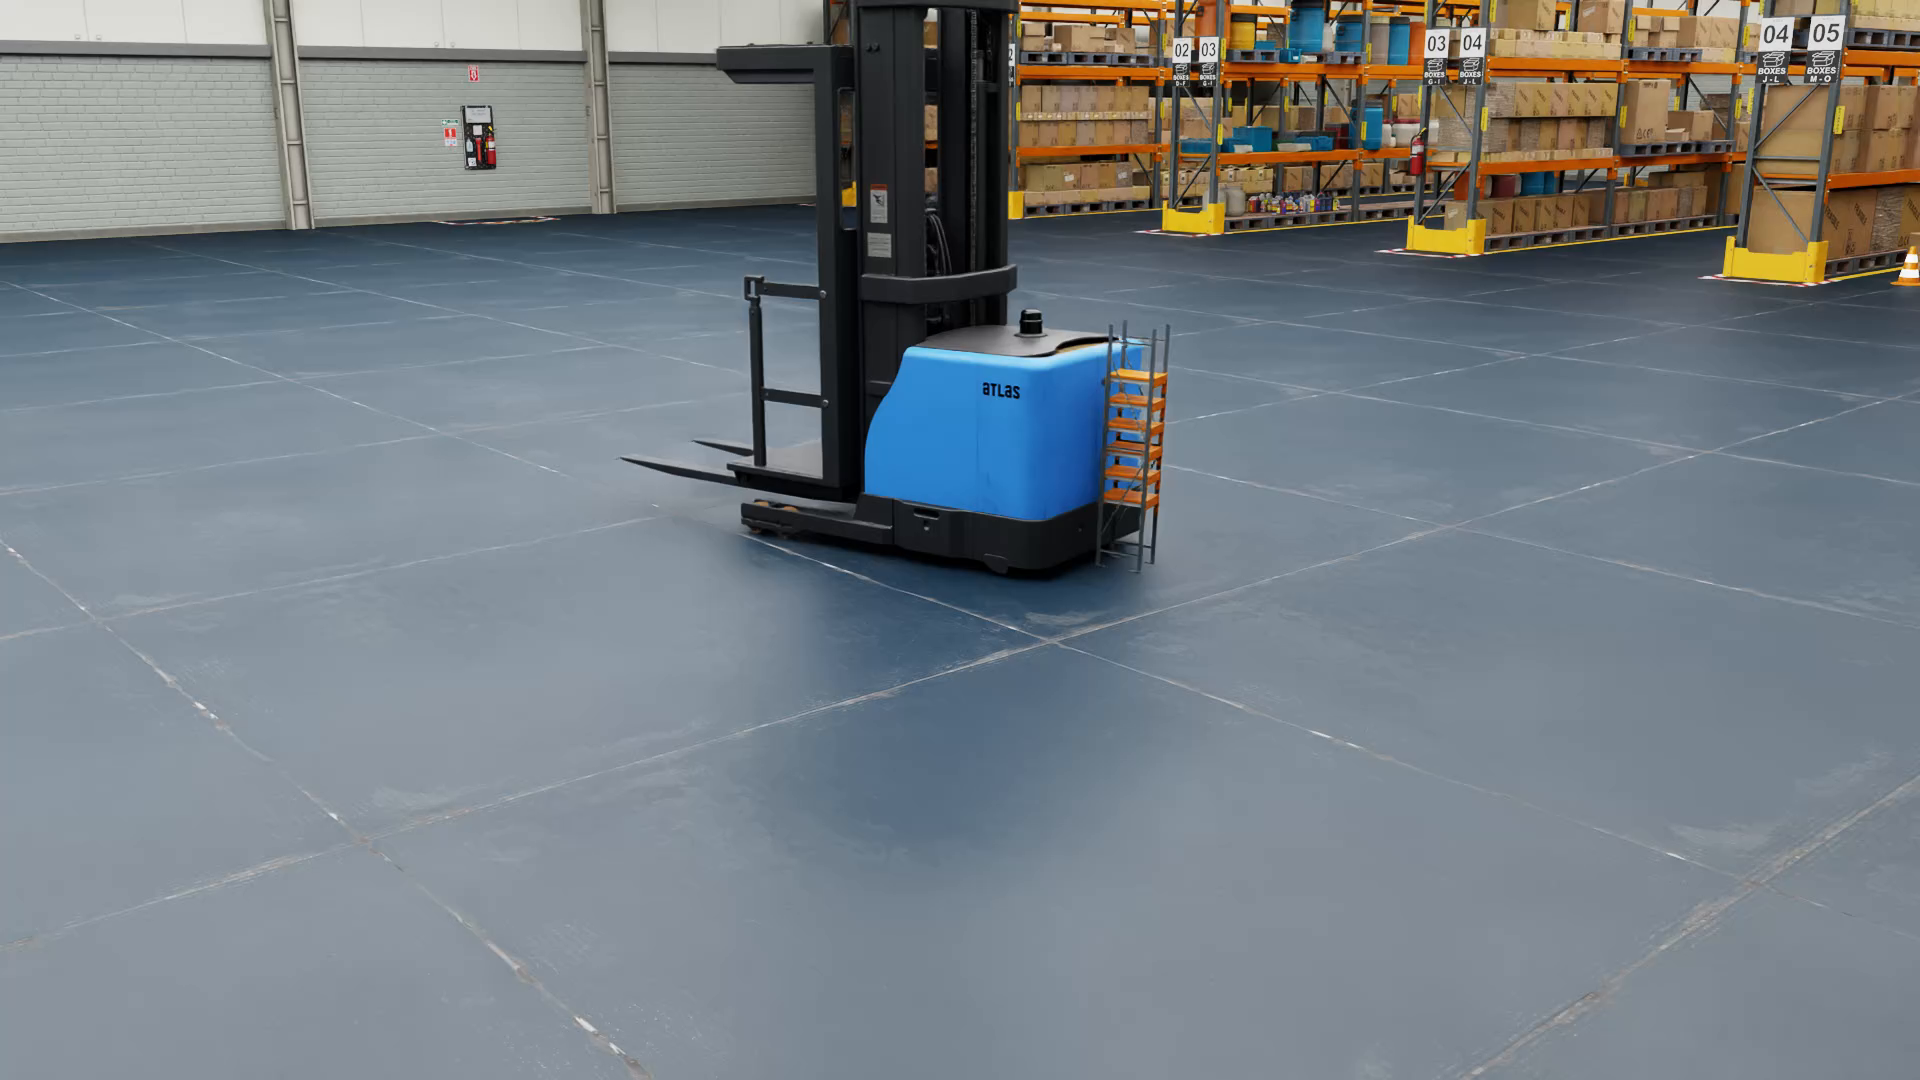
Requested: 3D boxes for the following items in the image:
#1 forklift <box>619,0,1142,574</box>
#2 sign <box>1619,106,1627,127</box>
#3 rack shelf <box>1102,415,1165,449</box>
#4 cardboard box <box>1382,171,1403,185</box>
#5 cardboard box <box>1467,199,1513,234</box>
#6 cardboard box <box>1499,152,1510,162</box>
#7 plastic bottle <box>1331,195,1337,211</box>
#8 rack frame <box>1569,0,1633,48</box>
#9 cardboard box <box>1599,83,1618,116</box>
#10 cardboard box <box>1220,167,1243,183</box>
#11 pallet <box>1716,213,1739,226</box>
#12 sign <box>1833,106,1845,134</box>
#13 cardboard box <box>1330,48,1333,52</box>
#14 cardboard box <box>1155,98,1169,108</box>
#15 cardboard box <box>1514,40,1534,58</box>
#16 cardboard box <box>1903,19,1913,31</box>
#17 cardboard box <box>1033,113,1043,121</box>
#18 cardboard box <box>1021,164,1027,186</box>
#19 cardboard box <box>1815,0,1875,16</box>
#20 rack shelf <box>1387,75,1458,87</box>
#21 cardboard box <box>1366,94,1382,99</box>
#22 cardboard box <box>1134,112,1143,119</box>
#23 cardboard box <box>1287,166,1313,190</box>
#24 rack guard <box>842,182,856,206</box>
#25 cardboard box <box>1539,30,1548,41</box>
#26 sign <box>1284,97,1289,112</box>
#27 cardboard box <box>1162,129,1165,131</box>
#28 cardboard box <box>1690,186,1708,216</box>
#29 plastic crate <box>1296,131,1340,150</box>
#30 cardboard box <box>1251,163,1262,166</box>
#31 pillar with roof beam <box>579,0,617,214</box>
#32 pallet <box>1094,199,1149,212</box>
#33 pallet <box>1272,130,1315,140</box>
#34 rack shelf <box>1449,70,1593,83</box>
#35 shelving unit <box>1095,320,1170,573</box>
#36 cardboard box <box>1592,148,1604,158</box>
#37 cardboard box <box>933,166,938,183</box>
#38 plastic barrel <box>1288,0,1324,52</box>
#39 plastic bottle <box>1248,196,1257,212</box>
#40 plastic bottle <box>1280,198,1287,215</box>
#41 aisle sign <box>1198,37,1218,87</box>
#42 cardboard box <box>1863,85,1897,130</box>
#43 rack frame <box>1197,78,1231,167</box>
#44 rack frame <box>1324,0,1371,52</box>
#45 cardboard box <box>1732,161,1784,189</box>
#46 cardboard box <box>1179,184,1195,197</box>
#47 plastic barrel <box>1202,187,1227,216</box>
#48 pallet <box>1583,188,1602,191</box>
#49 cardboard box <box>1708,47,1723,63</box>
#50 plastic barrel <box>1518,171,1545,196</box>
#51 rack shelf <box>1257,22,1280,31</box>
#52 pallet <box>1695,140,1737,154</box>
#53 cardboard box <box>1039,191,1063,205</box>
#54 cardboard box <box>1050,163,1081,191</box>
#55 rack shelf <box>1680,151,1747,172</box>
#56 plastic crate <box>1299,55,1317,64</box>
[{"bbox_3d":[-0.559,-1.529,8.795,3.031,2.935,1.130,10,18,34],"label":"forklift"},{"bbox_3d":[10.616,-6.777,26.631,0.005,0.325,0.100,-13,19,-39],"label":"sign"},{"bbox_3d":[0.842,-0.526,8.082,0.258,0.103,0.180,10,18,25],"label":"rack shelf"},{"bbox_3d":[10.248,-8.690,39.828,0.500,0.311,0.500,-13,19,-39],"label":"cardboard box"},{"bbox_3d":[8.147,-4.991,25.652,0.500,0.500,0.500,-7,17,-25],"label":"cardboard box"},{"bbox_3d":[8.008,-5.744,24.928,0.250,0.149,0.380,-13,19,-39],"label":"cardboard box"},{"bbox_3d":[6.857,-6.182,30.491,0.133,0.283,0.061,-11,19,-37],"label":"plastic bottle"},{"bbox_3d":[10.254,-9.361,26.359,0.127,3.000,1.000,-13,19,-39],"label":"rack frame"},{"bbox_3d":[10.096,-7.008,26.467,0.500,0.500,0.500,-13,19,-39],"label":"cardboard box"},{"bbox_3d":[5.768,-7.904,35.956,0.500,0.311,0.500,-13,20,-40],"label":"cardboard box"},{"bbox_3d":[13.916,-5.912,30.475,1.213,0.211,1.003,-13,19,-39],"label":"pallet"},{"bbox_3d":[10.776,-5.150,20.387,0.005,0.325,0.100,-13,19,-39],"label":"sign"},{"bbox_3d":[7.856,-10.822,37.447,0.500,0.500,0.910,-13,19,-39],"label":"cardboard box"},{"bbox_3d":[4.809,-10.801,41.111,0.500,0.250,0.500,-12,19,-39],"label":"cardboard box"},{"bbox_3d":[8.155,-7.282,24.677,0.500,0.250,0.500,-13,20,-41],"label":"cardboard box"},{"bbox_3d":[12.029,-6.634,21.441,0.250,0.149,0.380,-12,19,-39],"label":"cardboard box"},{"bbox_3d":[1.372,-8.146,31.983,0.250,0.149,0.380,-13,20,-41],"label":"cardboard box"},{"bbox_3d":[1.401,-8.586,39.072,0.500,0.500,0.700,-13,20,-40],"label":"cardboard box"},{"bbox_3d":[10.949,-6.606,20.563,0.500,0.250,0.500,-13,20,-39],"label":"cardboard box"},{"bbox_3d":[11.298,-11.188,40.403,4.000,0.370,1.077,-13,19,-39],"label":"rack shelf"},{"bbox_3d":[10.001,-10.415,39.796,0.500,0.500,0.500,-13,19,-39],"label":"cardboard box"},{"bbox_3d":[3.502,-8.625,33.775,0.250,0.149,0.380,-13,20,-41],"label":"cardboard box"},{"bbox_3d":[7.694,-8.186,37.574,0.500,0.500,0.500,-14,20,-41],"label":"cardboard box"},{"bbox_3d":[-2.460,-7.483,35.797,0.348,0.500,1.175,-13,19,-39],"label":"rack guard"},{"bbox_3d":[8.600,-7.570,24.983,0.250,0.149,0.380,-14,20,-42],"label":"cardboard box"},{"bbox_3d":[7.139,-9.522,36.340,0.005,0.325,0.100,-13,19,-39],"label":"sign"},{"bbox_3d":[4.870,-10.156,41.406,0.250,0.149,0.380,-12,19,-39],"label":"cardboard box"},{"bbox_3d":[12.780,-6.028,29.496,0.500,0.500,0.700,-14,20,-42],"label":"cardboard box"},{"bbox_3d":[6.525,-7.333,30.511,0.504,0.338,0.767,-13,19,-39],"label":"plastic crate"},{"bbox_3d":[7.547,-9.897,44.021,0.500,0.500,0.700,-13,20,-40],"label":"cardboard box"},{"bbox_3d":[-4.258,-10.009,28.784,0.400,9.000,9.100,-13,19,-39],"label":"pillar with roof beam"},{"bbox_3d":[3.127,-6.918,34.241,1.213,0.211,1.003,-13,19,-39],"label":"pallet"},{"bbox_3d":[7.237,-9.105,37.398,1.003,0.211,1.213,-13,19,-39],"label":"pallet"},{"bbox_3d":[11.529,-9.545,34.254,4.000,0.370,1.077,-13,19,-39],"label":"rack shelf"},{"bbox_3d":[0.839,-0.453,8.102,0.258,1.200,0.189,10,18,25],"label":"shelving unit"},{"bbox_3d":[10.090,-6.207,26.663,0.250,0.149,0.380,-13,19,-39],"label":"cardboard box"},{"bbox_3d":[-0.257,-8.177,37.542,0.500,0.500,0.500,14,21,43],"label":"cardboard box"},{"bbox_3d":[6.182,-9.174,29.684,0.708,0.901,0.600,-13,19,-39],"label":"plastic barrel"},{"bbox_3d":[5.291,-6.080,30.125,0.135,0.276,0.152,-12,19,-39],"label":"plastic bottle"},{"bbox_3d":[5.741,-5.931,29.553,0.133,0.283,0.061,-12,19,-38],"label":"plastic bottle"},{"bbox_3d":[4.124,-7.936,27.611,0.004,0.787,0.394,-13,19,-39],"label":"aisle sign"},{"bbox_3d":[11.588,-5.632,21.638,0.550,0.550,0.875,-13,19,-39],"label":"cardboard box"},{"bbox_3d":[6.535,-10.711,43.037,0.127,3.000,1.000,-13,19,-39],"label":"rack frame"},{"bbox_3d":[7.003,-10.326,29.969,0.127,3.000,1.000,-13,19,-39],"label":"rack frame"},{"bbox_3d":[14.484,-6.579,30.872,0.875,0.875,1.225,-13,19,-39],"label":"cardboard box"},{"bbox_3d":[4.608,-7.373,35.054,0.500,0.250,0.500,-12,19,-38],"label":"cardboard box"},{"bbox_3d":[4.432,-5.877,28.946,0.421,0.512,0.421,0,15,0],"label":"plastic barrel"},{"bbox_3d":[14.488,-7.775,37.449,1.213,0.211,1.003,-13,19,-39],"label":"pallet"},{"bbox_3d":[12.709,-8.302,28.497,0.500,0.250,0.500,-13,20,-40],"label":"cardboard box"},{"bbox_3d":[12.082,-7.763,35.251,0.708,0.901,0.600,-13,19,-39],"label":"plastic barrel"},{"bbox_3d":[8.044,-13.407,43.676,4.000,0.370,1.077,-13,19,-39],"label":"rack shelf"},{"bbox_3d":[12.804,-6.906,29.165,1.003,0.211,1.213,-13,19,-39],"label":"pallet"},{"bbox_3d":[1.662,-6.722,32.617,0.500,0.250,0.500,-13,19,-39],"label":"cardboard box"},{"bbox_3d":[2.032,-7.171,32.845,0.500,0.500,0.500,-13,19,-39],"label":"cardboard box"},{"bbox_3d":[14.781,-7.132,31.031,4.000,0.370,1.077,-13,19,-39],"label":"rack shelf"},{"bbox_3d":[6.058,-8.398,29.077,0.396,0.136,0.243,-13,19,-39],"label":"plastic crate"}]
